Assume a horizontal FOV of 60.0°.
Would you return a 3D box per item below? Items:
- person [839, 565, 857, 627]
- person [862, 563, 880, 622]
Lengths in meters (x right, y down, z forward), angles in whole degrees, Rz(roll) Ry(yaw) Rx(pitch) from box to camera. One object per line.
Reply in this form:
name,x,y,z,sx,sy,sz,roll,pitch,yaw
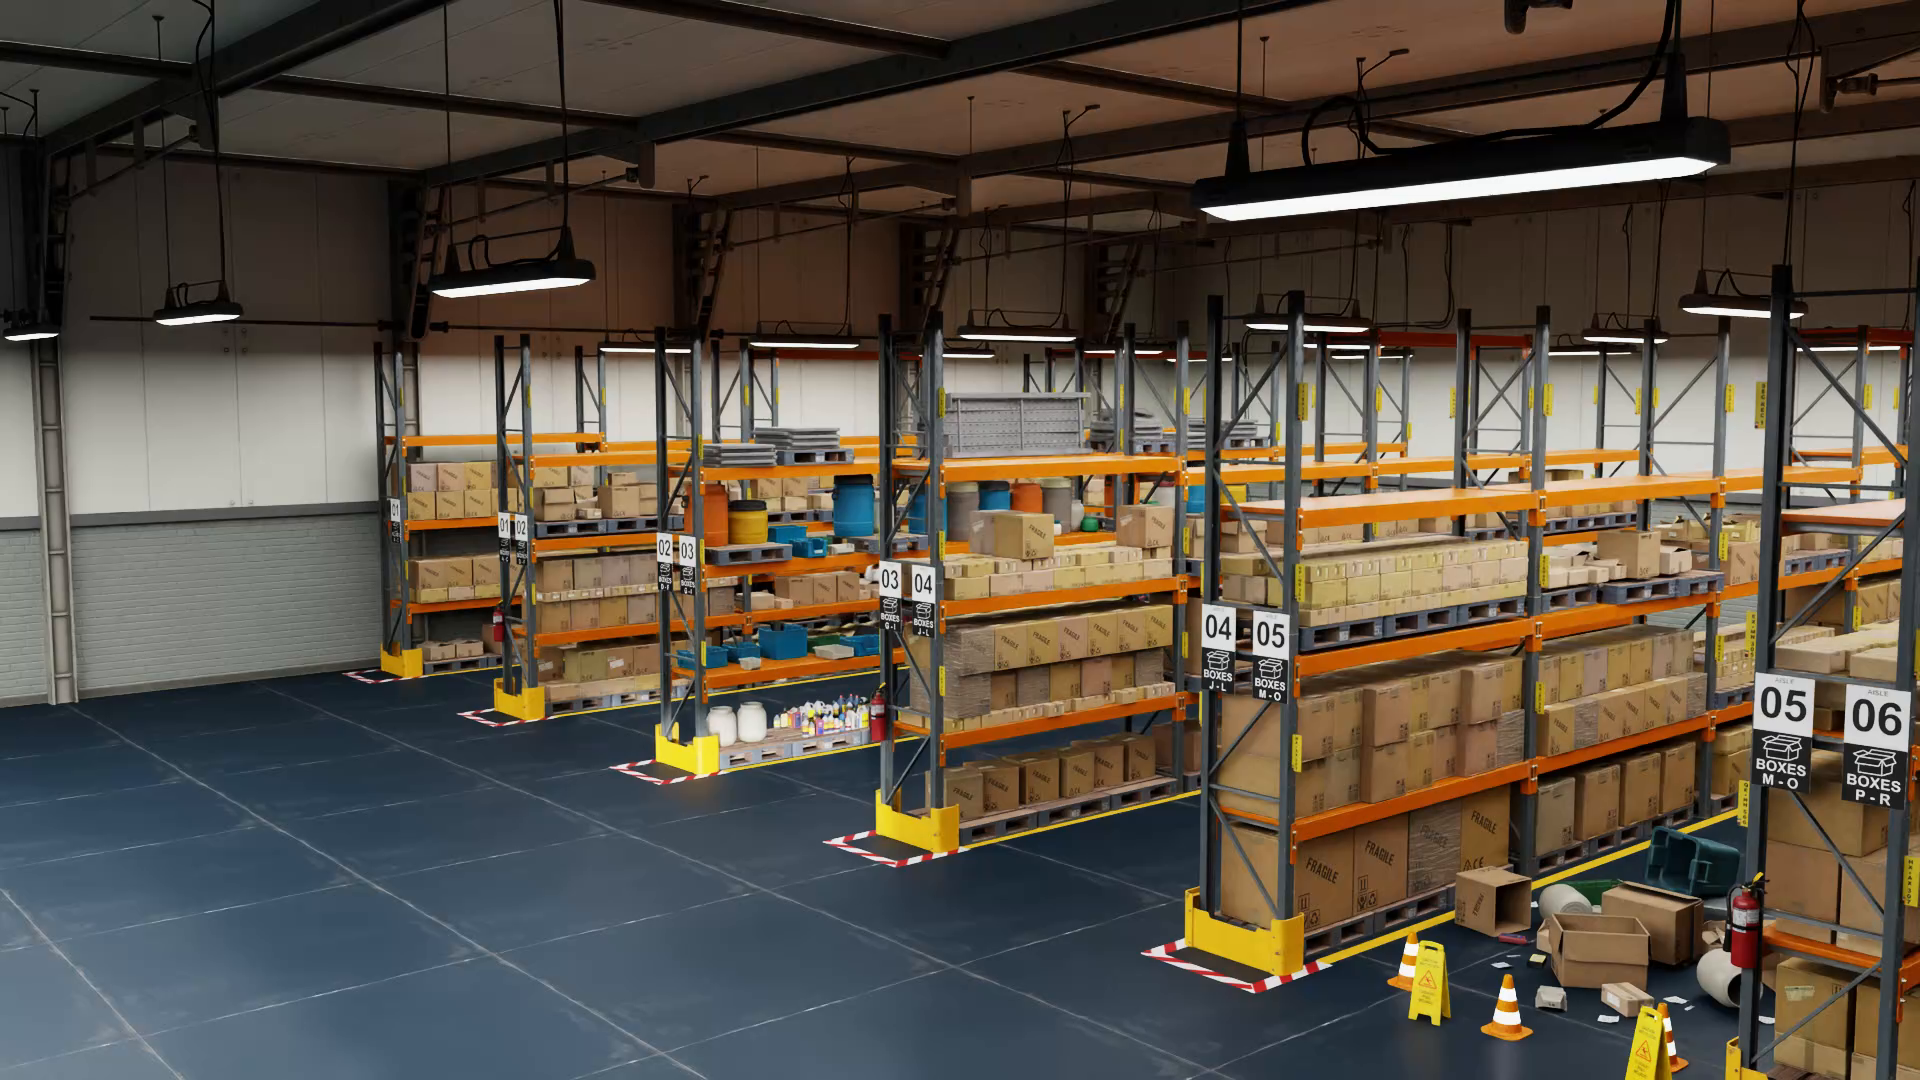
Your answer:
person,-2.232,1.304,32.551,0.490,1.781,0.626,-3,6,-32
person,-1.801,1.144,34.673,0.507,1.710,1.037,4,7,39
